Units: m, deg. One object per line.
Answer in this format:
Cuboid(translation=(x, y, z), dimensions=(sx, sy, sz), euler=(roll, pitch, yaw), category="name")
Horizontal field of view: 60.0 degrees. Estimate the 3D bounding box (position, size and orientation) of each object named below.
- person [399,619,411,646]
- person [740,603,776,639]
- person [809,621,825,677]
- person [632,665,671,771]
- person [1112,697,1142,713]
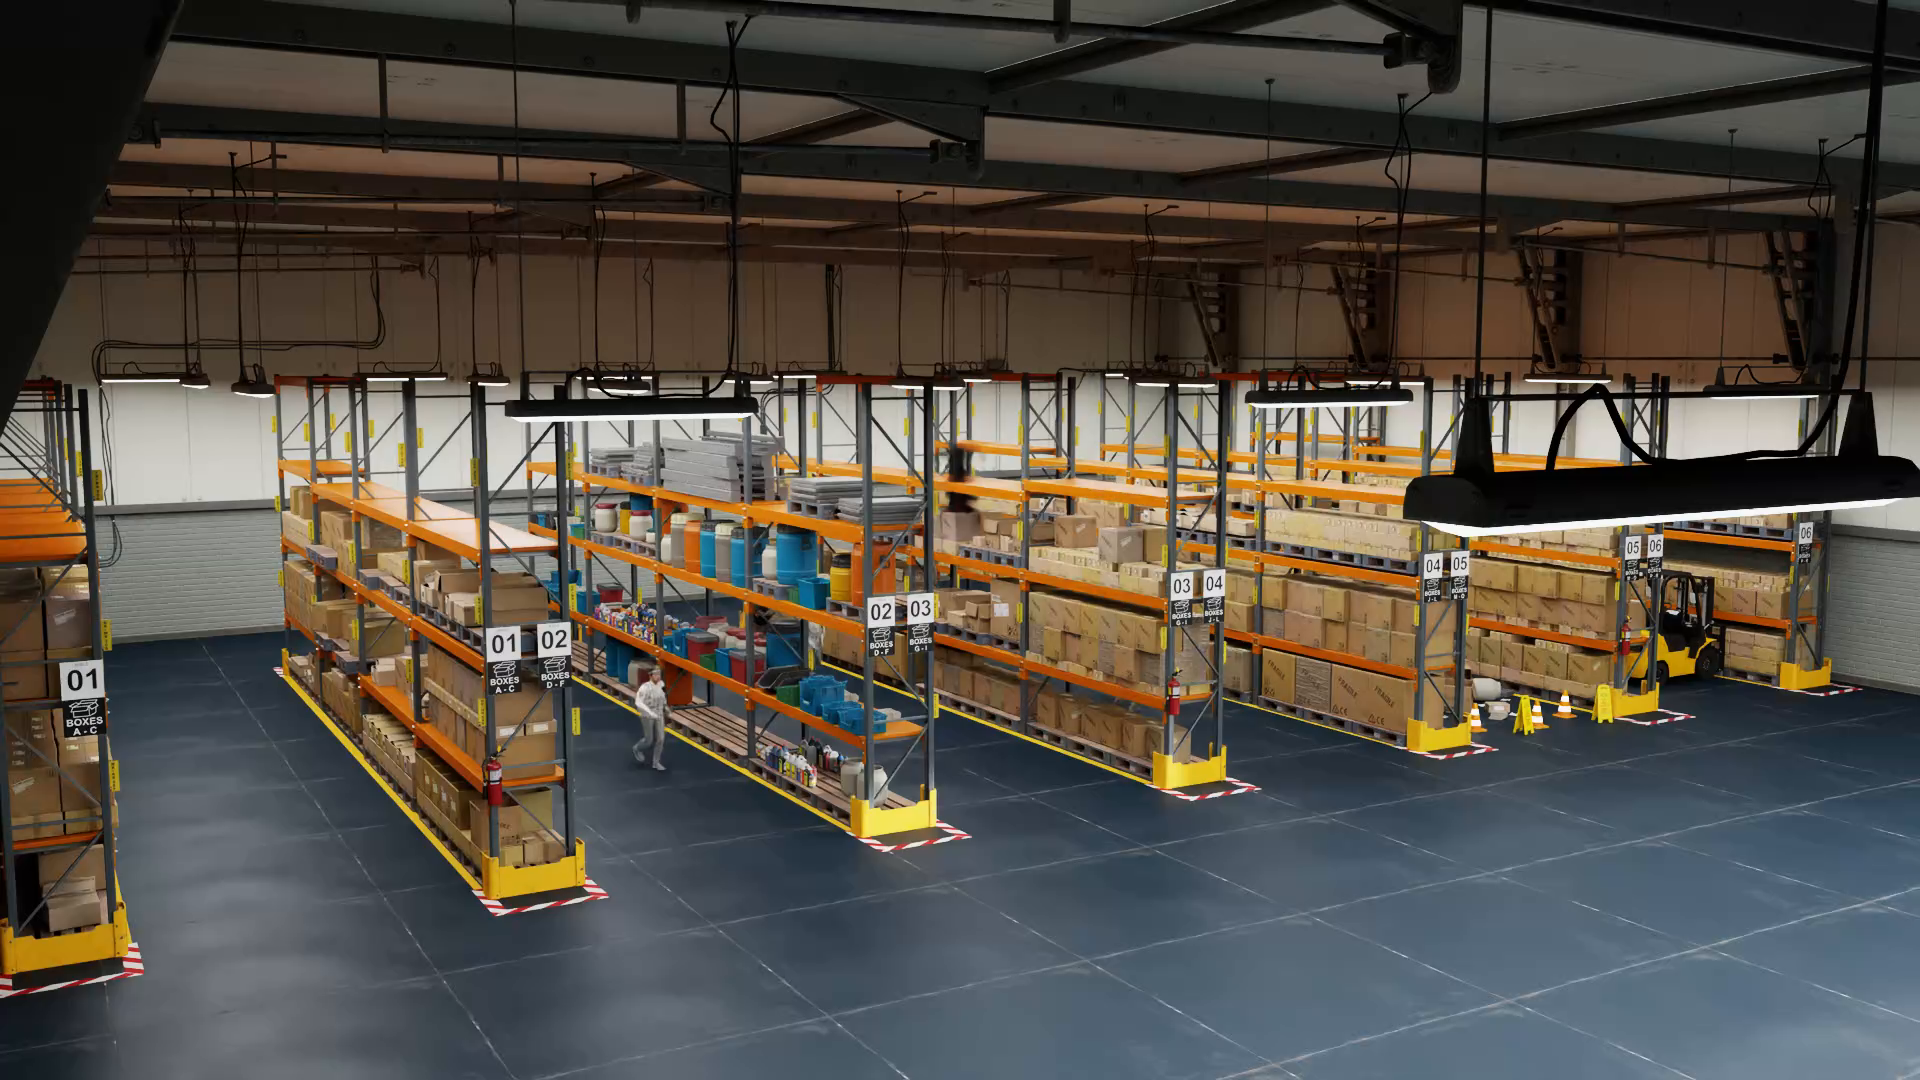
Cuboid(translation=(-11.144, 1.856, 33.742), dimensions=(0.746, 1.619, 0.612), euler=(5, 8, 40), category="person")
Cuboid(translation=(-4.224, 1.730, 34.805), dimensions=(0.765, 1.663, 0.665), euler=(0, 6, -3), category="person")
Cuboid(translation=(-2.899, 2.035, 32.485), dimensions=(0.582, 1.505, 0.839), euler=(-5, 8, -39), category="person")
Cuboid(translation=(-4.810, 2.714, 25.721), dimensions=(0.611, 1.644, 0.751), euler=(-6, 8, -42), category="person")
Cuboid(translation=(3.038, 2.299, 29.087), dimensions=(0.688, 1.683, 0.618), euler=(-4, 8, -34), category="person")
